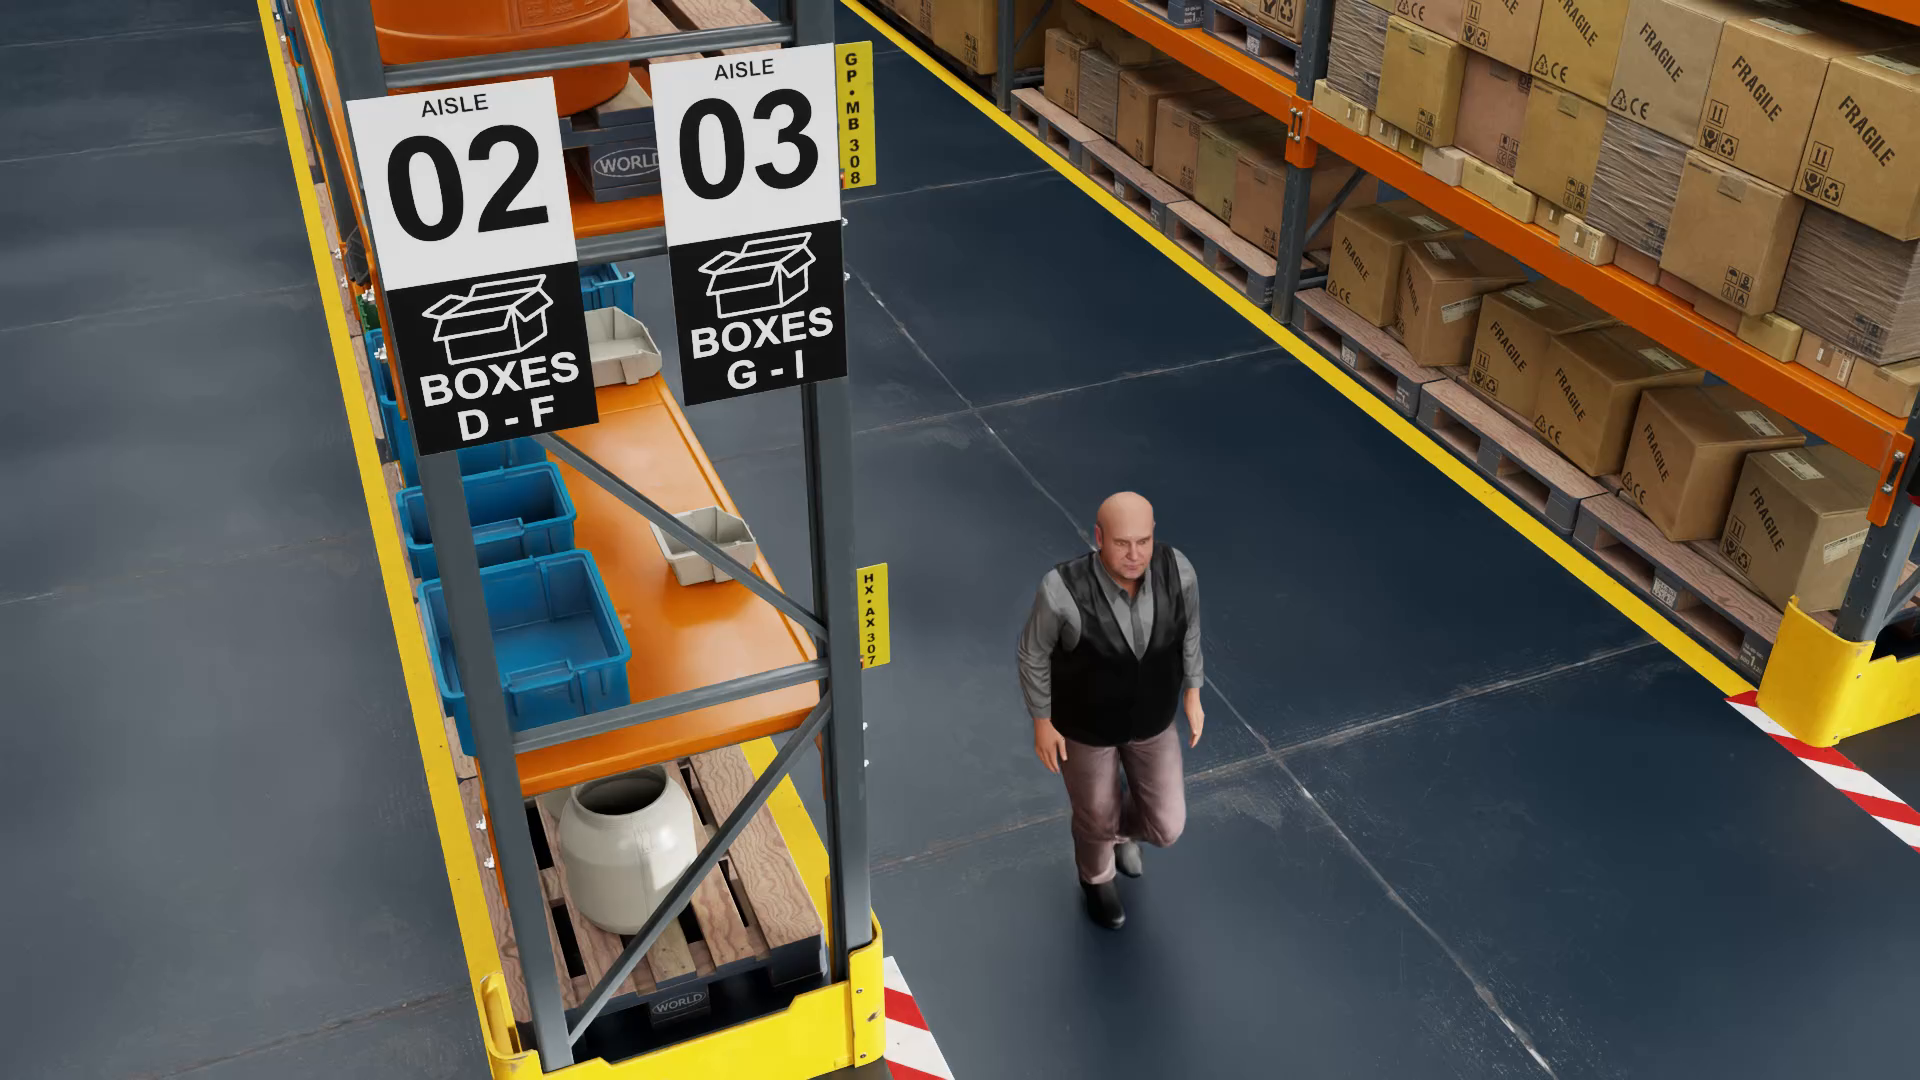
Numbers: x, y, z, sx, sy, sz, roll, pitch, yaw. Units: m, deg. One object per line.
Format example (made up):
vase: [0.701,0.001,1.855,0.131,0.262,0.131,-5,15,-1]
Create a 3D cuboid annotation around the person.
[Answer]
person: [0.475,0.554,5.312,0.604,1.712,0.494,-11,35,-16]
